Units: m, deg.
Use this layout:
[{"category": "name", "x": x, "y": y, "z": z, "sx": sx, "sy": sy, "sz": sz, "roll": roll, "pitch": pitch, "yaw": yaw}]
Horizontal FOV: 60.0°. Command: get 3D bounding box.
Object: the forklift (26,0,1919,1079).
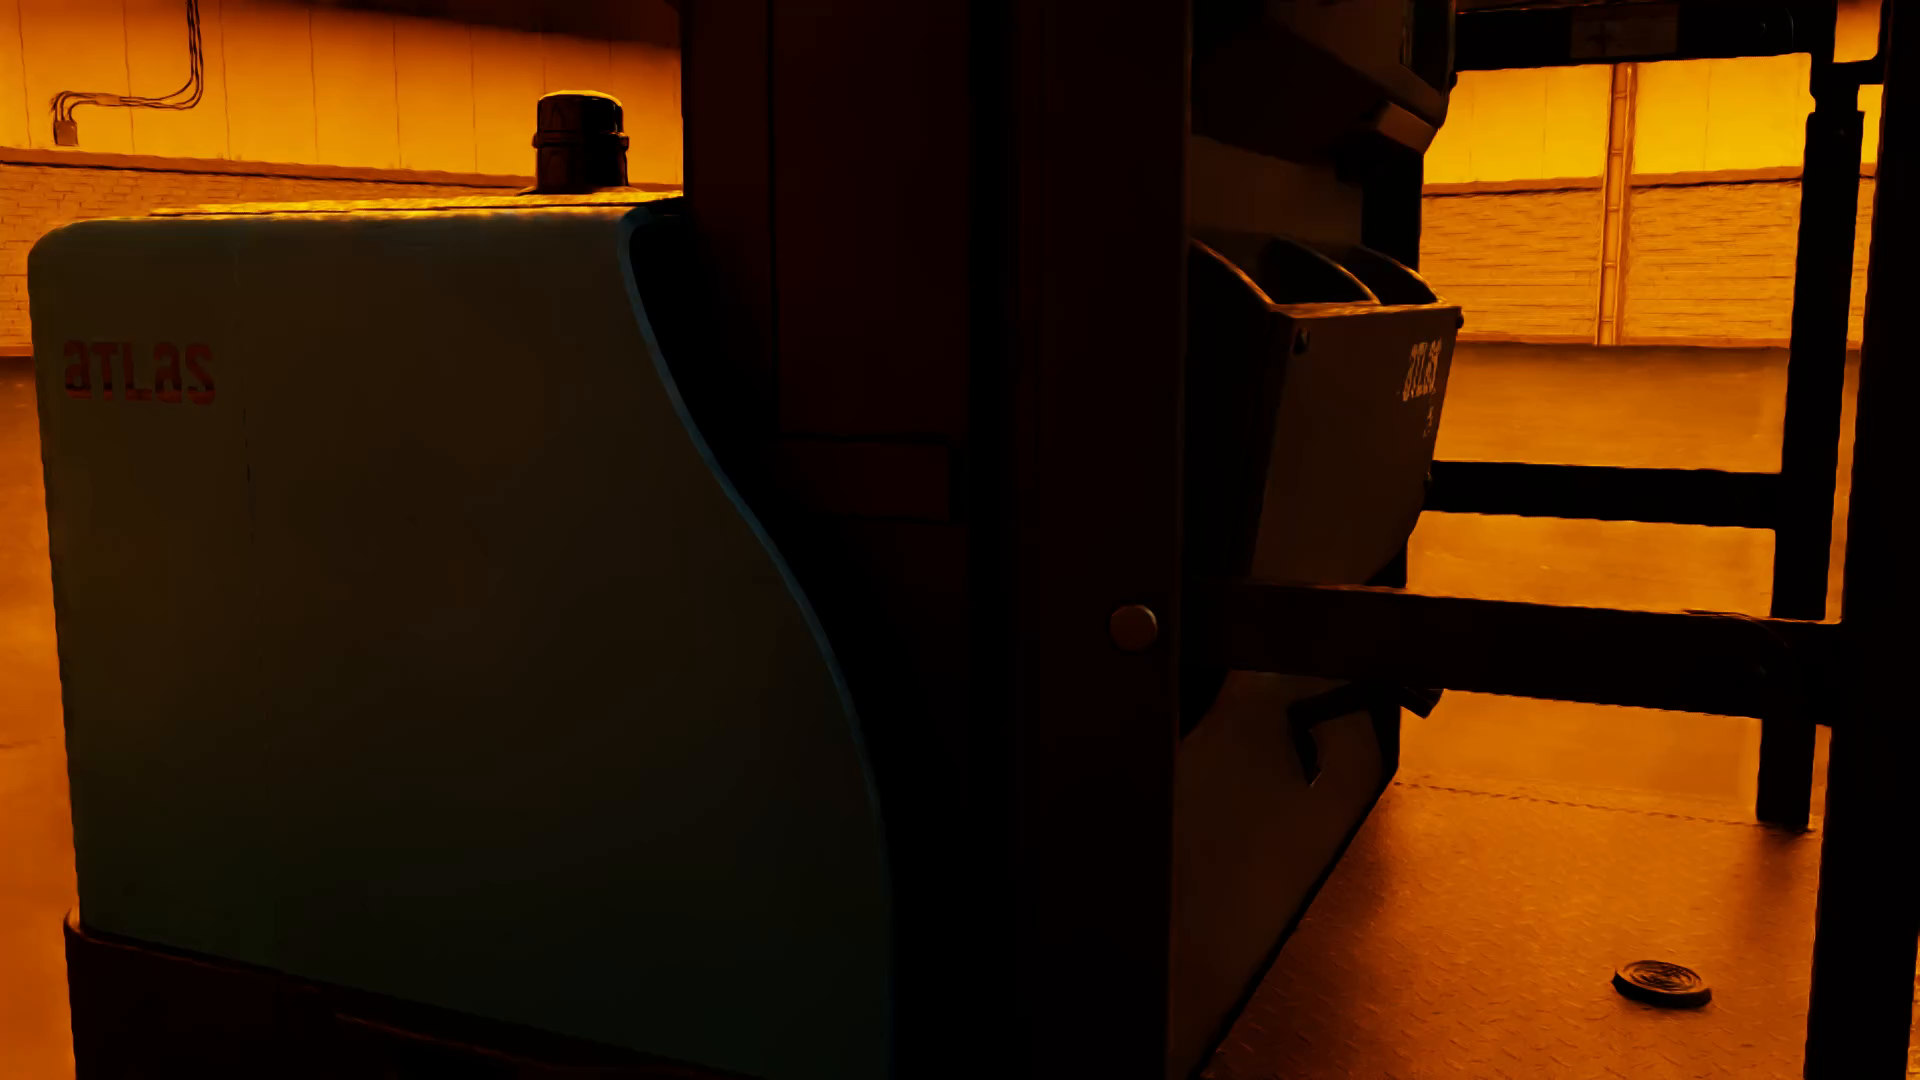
[{"category": "forklift", "x": 0.561, "y": -0.701, "z": 1.525, "sx": 3.031, "sy": 2.935, "sz": 1.130, "roll": 4, "pitch": 9, "yaw": 24}]
